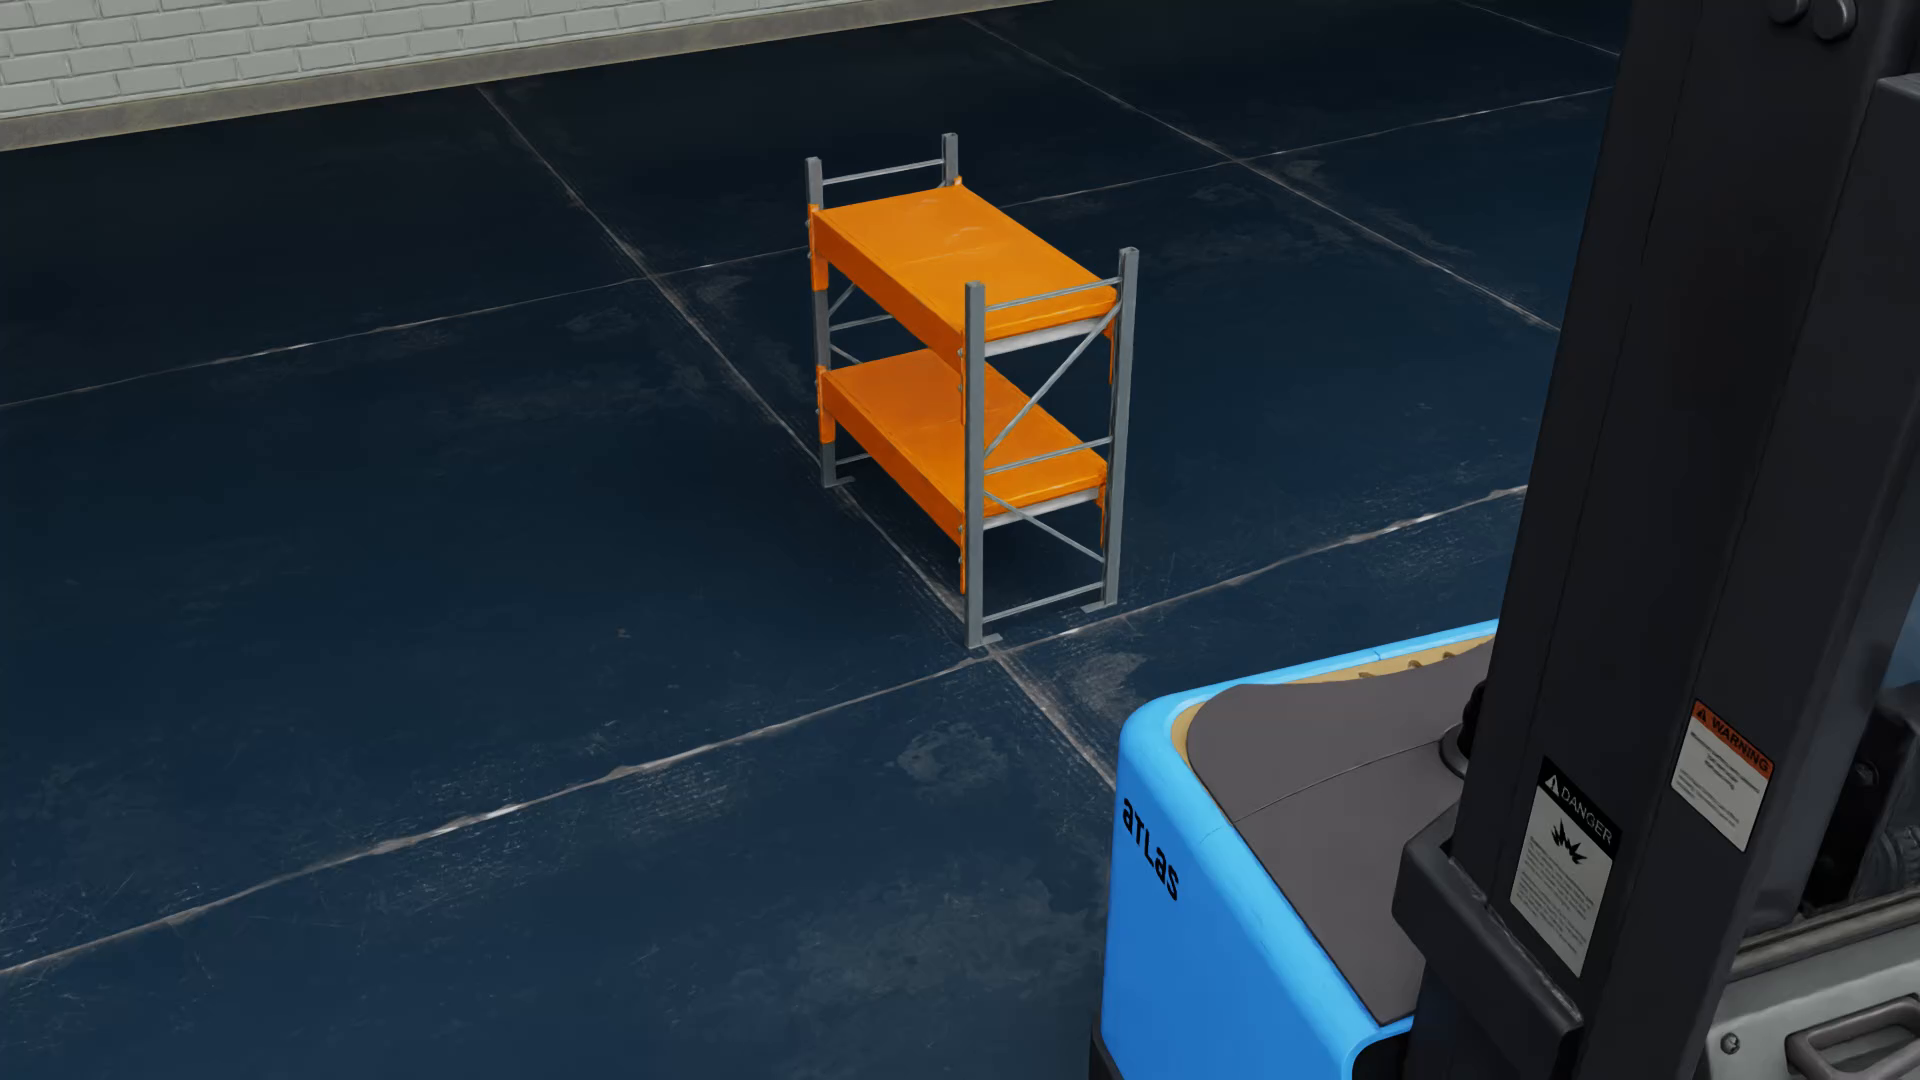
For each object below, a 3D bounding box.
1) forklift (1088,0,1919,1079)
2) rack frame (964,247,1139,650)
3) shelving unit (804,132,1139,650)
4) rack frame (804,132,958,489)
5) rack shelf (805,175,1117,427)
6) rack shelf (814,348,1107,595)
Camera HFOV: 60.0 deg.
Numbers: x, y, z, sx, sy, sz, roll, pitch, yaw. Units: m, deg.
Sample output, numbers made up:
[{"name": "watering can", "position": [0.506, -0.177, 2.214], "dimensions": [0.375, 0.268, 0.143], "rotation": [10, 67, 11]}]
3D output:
[{"name": "forklift", "position": [1.231, 0.608, 1.583], "dimensions": [1.130, 2.935, 3.031], "rotation": [-11, 34, -17]}, {"name": "rack frame", "position": [0.240, -0.228, 4.563], "dimensions": [0.500, 1.125, 0.032], "rotation": [-16, 36, -23]}, {"name": "shelving unit", "position": [0.003, -0.470, 4.942], "dimensions": [0.538, 1.125, 1.048], "rotation": [-16, 36, -23]}, {"name": "rack frame", "position": [-0.234, -0.713, 5.320], "dimensions": [0.500, 1.125, 0.032], "rotation": [-16, 36, -23]}, {"name": "rack shelf", "position": [0.003, -0.717, 4.784], "dimensions": [0.538, 0.278, 1.000], "rotation": [-16, 36, -23]}, {"name": "rack shelf", "position": [0.003, -0.265, 5.073], "dimensions": [0.538, 0.278, 1.000], "rotation": [-16, 36, -23]}]
